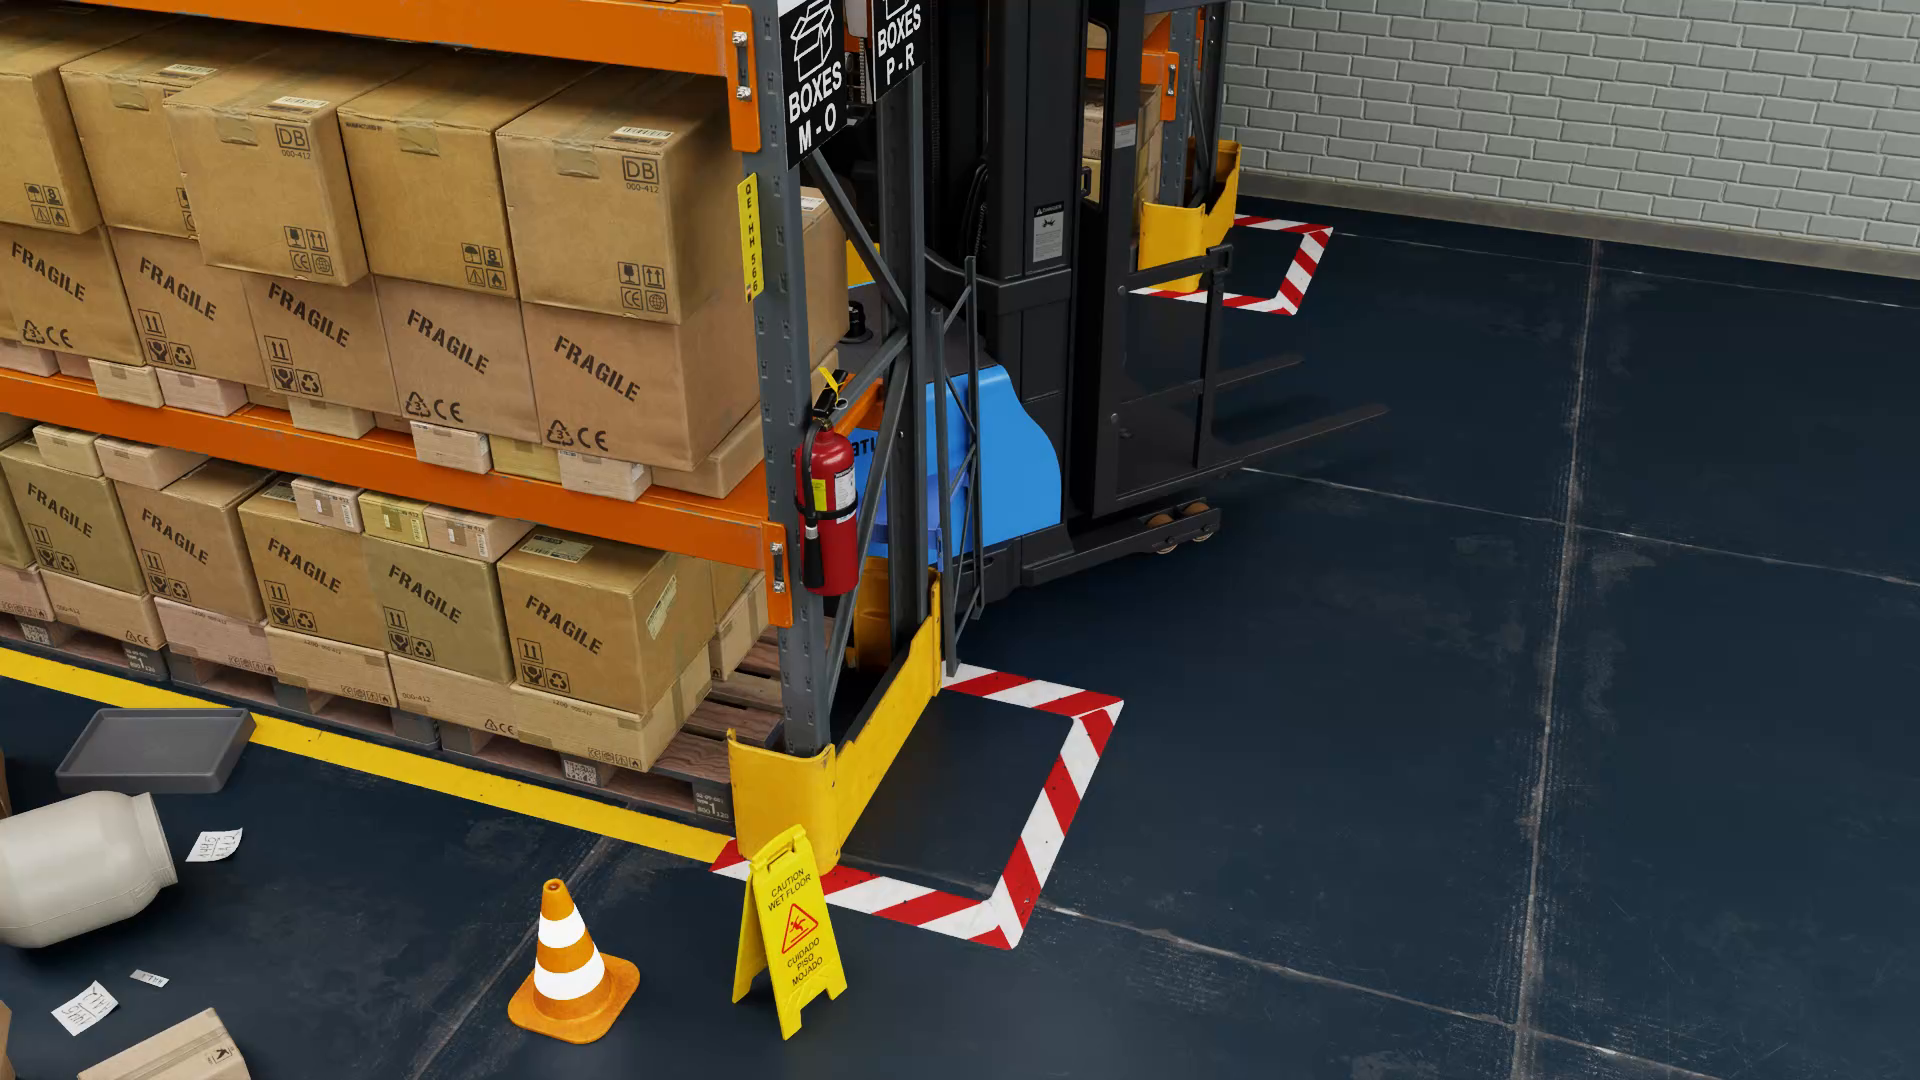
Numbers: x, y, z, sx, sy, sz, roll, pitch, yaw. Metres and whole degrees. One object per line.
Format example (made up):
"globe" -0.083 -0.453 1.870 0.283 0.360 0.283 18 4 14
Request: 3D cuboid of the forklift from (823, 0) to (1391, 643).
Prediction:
"forklift" 0.544 -1.403 6.720 3.031 2.935 1.130 -17 37 -25

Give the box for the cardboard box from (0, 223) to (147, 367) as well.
"cardboard box" -2.836 -0.945 5.582 0.500 0.500 0.500 11 34 16

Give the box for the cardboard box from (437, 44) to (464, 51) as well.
"cardboard box" -2.929 -2.983 10.907 0.625 0.625 0.875 13 35 19

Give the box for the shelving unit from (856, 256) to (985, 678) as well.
"shelving unit" -0.491 -0.300 6.227 1.048 1.500 0.538 6 33 13

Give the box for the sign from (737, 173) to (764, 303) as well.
"sign" -0.546 -0.787 4.345 0.005 0.325 0.100 11 34 16

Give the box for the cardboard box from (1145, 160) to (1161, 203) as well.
"cardboard box" 0.935 -2.194 10.030 0.500 0.250 0.500 11 34 17

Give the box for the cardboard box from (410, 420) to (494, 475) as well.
"cardboard box" -1.526 -0.380 5.305 0.250 0.149 0.380 12 35 17

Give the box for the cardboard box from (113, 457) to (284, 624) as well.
"cardboard box" -2.645 -0.082 6.068 0.500 0.500 0.500 13 35 19

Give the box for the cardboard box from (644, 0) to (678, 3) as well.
"cardboard box" -0.770 -1.525 4.312 0.250 0.149 0.380 11 34 17

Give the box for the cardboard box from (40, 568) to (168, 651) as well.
"cardboard box" -3.134 0.137 6.420 0.500 0.250 0.500 13 35 19

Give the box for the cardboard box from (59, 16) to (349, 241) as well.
"cardboard box" -2.306 -1.316 5.234 0.500 0.500 0.700 11 34 16

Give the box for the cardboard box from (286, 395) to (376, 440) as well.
"cardboard box" -1.991 -0.499 5.490 0.250 0.149 0.380 11 34 16

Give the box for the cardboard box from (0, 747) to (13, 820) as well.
"cardboard box" -3.555 0.761 5.609 0.500 0.500 0.500 -18 37 -25

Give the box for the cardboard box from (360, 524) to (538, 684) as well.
"cardboard box" -1.674 0.109 5.772 0.500 0.500 0.500 12 35 18

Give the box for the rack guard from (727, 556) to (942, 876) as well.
"rack guard" -0.411 0.589 5.877 0.348 0.500 1.175 11 34 16

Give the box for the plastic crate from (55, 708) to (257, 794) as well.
"plastic crate" -2.904 0.753 6.010 0.583 0.080 0.402 0 33 0

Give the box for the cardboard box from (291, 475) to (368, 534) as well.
"cardboard box" -2.033 -0.199 5.652 0.250 0.149 0.380 12 35 19

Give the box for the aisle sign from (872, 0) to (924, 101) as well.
"aisle sign" -0.177 -1.687 4.700 0.004 0.787 0.394 11 34 16

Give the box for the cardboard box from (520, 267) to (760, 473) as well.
"cardboard box" -0.943 -0.573 5.006 0.500 0.500 0.500 10 34 16

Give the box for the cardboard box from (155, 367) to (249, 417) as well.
"cardboard box" -2.469 -0.582 5.617 0.250 0.149 0.380 11 34 16

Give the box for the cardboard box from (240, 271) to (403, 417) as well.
"cardboard box" -1.883 -0.760 5.296 0.500 0.500 0.500 11 34 16

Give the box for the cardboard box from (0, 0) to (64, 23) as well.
"cardboard box" -3.291 -1.471 5.474 0.500 0.500 0.700 11 34 17

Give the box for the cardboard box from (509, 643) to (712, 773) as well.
"cardboard box" -1.214 0.516 5.833 0.500 0.250 0.500 11 34 16

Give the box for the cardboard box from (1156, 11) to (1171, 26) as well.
"cardboard box" 0.959 -3.257 9.437 0.500 0.500 0.500 12 35 18

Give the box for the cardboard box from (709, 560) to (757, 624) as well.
"cardboard box" -1.028 -0.077 6.060 0.500 0.500 0.500 10 34 15

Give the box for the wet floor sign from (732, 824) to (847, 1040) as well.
"wet floor sign" -0.522 1.123 4.916 0.232 0.644 0.267 24 40 32

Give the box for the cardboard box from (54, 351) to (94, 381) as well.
"cardboard box" -2.918 -0.704 5.806 0.250 0.149 0.380 11 34 16

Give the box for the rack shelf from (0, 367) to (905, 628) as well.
"rack shelf" -2.222 -0.511 5.940 4.000 0.370 1.077 11 34 16

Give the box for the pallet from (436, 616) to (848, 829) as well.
"pallet" -1.164 0.543 6.214 1.213 0.211 1.003 11 34 16

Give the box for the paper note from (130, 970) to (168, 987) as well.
"paper note" -2.507 1.355 5.142 0.123 0.001 0.032 11 34 16

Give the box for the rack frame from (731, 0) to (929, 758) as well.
"rack frame" -0.340 -0.447 5.178 0.127 3.000 1.000 11 34 16

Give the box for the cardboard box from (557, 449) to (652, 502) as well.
"cardboard box" -1.040 -0.291 5.167 0.250 0.149 0.380 11 34 16

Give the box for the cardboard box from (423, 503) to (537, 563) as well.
"cardboard box" -1.550 -0.103 5.502 0.250 0.149 0.380 12 35 18

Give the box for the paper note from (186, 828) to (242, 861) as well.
"paper note" -2.521 1.030 5.627 0.148 0.019 0.142 0 33 0

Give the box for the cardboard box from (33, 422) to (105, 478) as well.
"cardboard box" -3.059 -0.396 5.956 0.250 0.149 0.380 12 35 18

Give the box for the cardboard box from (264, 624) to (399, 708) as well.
"cardboard box" -2.171 0.329 6.123 0.500 0.250 0.500 10 34 15

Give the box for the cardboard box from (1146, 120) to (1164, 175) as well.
"cardboard box" 0.959 -2.406 9.898 0.500 0.250 0.500 12 35 17

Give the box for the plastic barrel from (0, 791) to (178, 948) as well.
"plastic barrel" -2.795 1.030 5.265 0.512 0.421 0.421 -18 37 -25

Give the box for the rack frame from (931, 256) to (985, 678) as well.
"rack frame" 0.001 -0.246 6.113 0.032 1.500 0.500 6 33 13

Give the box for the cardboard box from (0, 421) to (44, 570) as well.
"cardboard box" -3.641 -0.270 6.359 0.500 0.500 0.500 13 35 19

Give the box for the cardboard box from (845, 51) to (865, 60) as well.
"cardboard box" -0.476 -2.892 10.191 0.500 0.250 0.500 10 34 16

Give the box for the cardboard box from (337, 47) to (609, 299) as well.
"cardboard box" -1.368 -1.113 4.920 0.500 0.500 0.700 11 35 17

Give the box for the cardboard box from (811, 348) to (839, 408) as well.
"cardboard box" -0.589 -0.510 5.506 0.250 0.149 0.380 11 34 17

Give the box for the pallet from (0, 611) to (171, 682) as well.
"pallet" -3.461 0.097 6.905 1.213 0.211 1.003 11 34 16
